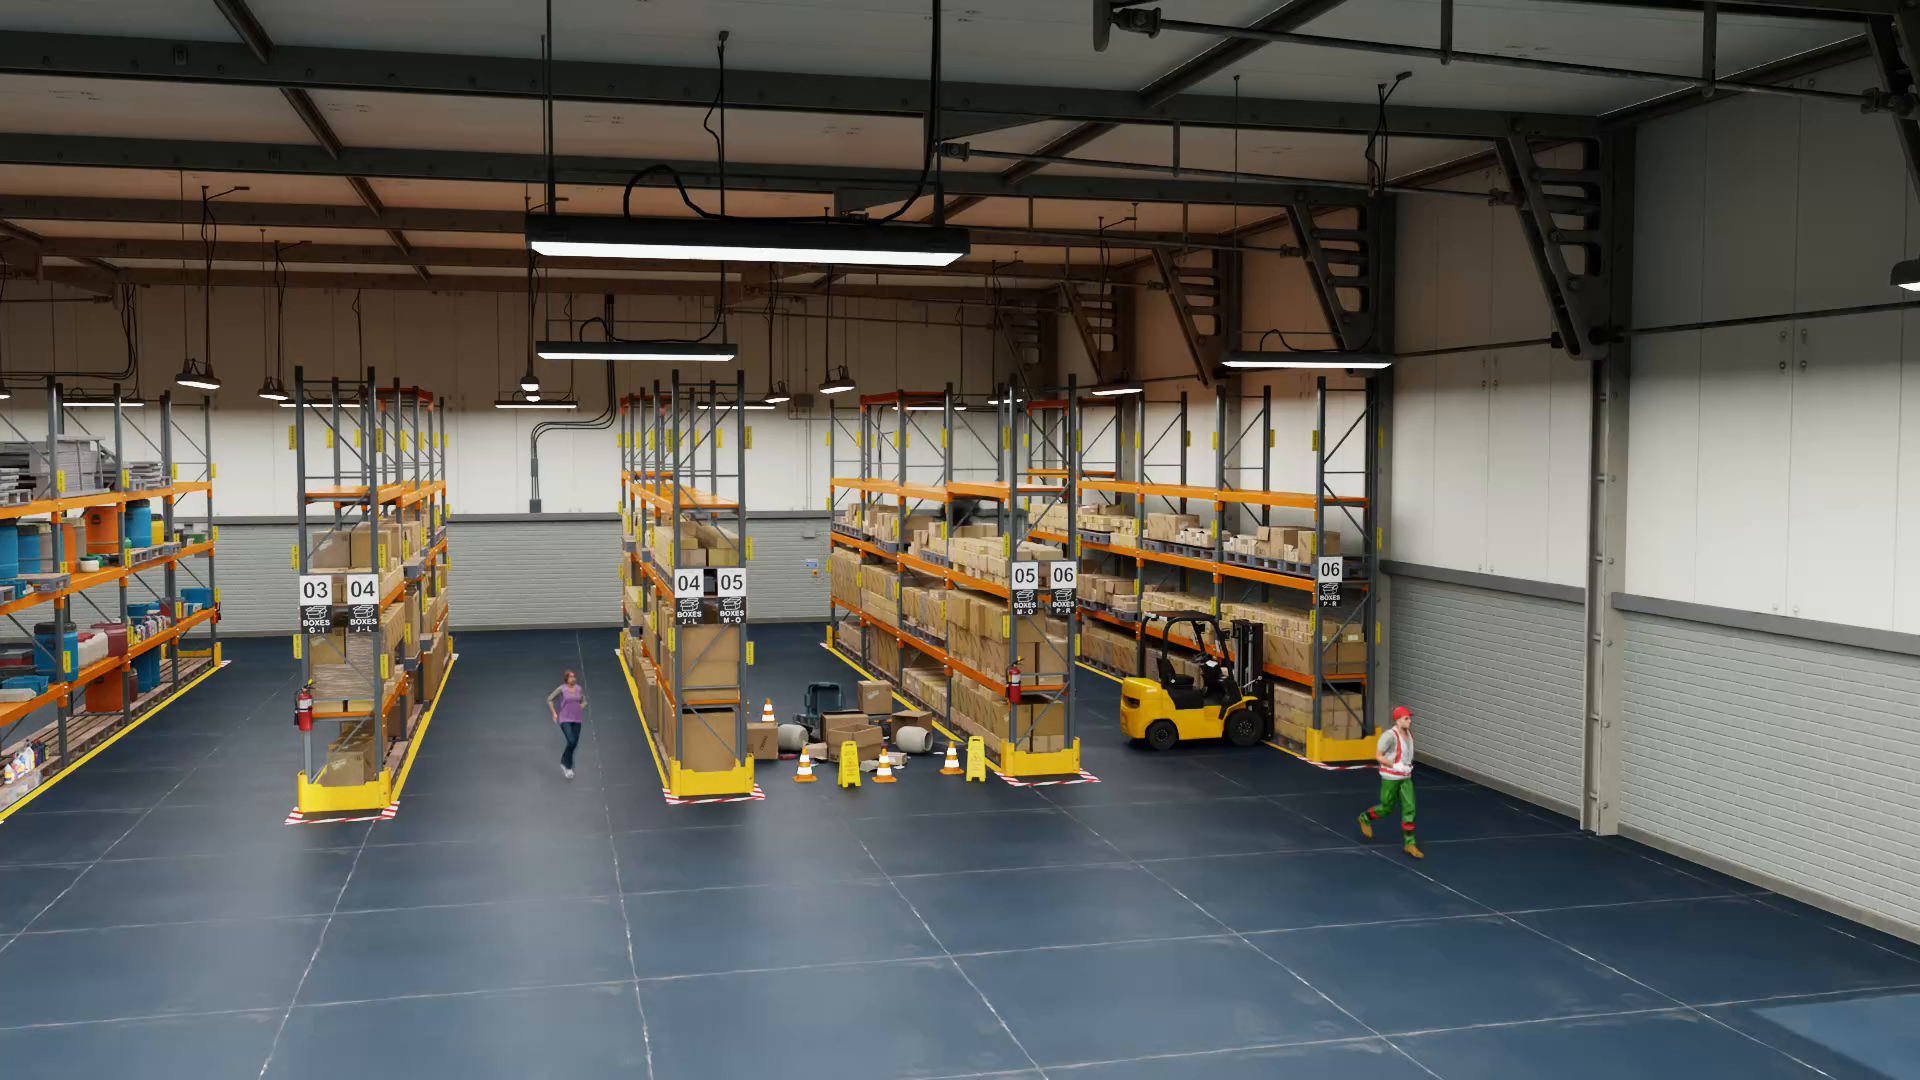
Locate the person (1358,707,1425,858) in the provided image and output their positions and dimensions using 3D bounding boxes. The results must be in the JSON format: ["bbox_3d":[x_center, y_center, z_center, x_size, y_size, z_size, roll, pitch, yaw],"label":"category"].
[{"bbox_3d":[5.289,2.888,20.269,0.684,1.749,1.030,-2,4,-36],"label":"person"}]

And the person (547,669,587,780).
[{"bbox_3d":[-5.783,2.731,24.666,0.503,1.630,0.694,-3,5,-43],"label":"person"}]
